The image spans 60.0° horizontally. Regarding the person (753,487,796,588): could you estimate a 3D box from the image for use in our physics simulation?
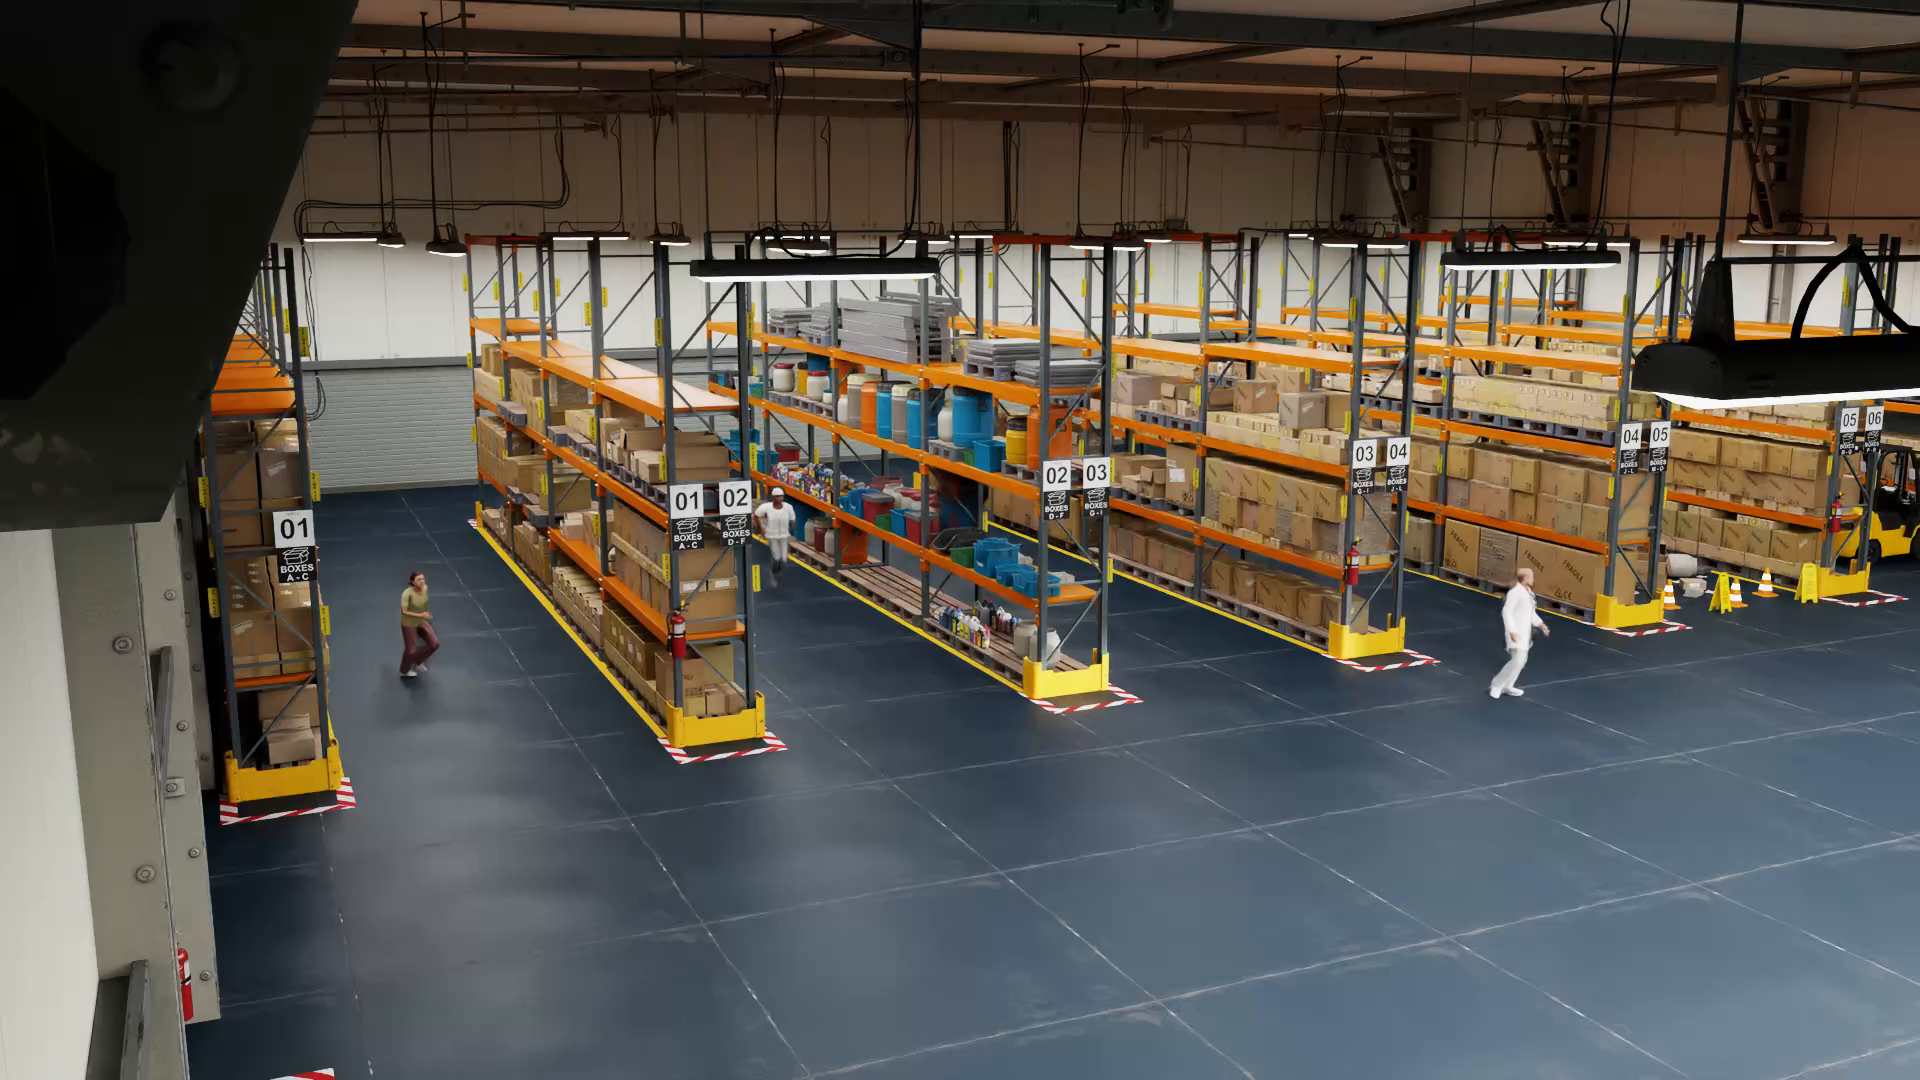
[{"bbox_3d":[-3.087,-0.039,28.112,0.700,1.713,0.630,-4,12,-21],"label":"person"}]

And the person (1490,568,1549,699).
[{"bbox_3d":[7.439,1.243,22.126,0.607,1.747,0.824,8,13,34],"label":"person"}]

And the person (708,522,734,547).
[{"bbox_3d":[-3.849,0.110,26.648,0.797,1.684,0.695,10,15,43],"label":"person"}]

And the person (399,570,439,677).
[{"bbox_3d":[-7.518,1.162,23.024,0.788,1.560,0.591,7,13,32],"label":"person"}]
